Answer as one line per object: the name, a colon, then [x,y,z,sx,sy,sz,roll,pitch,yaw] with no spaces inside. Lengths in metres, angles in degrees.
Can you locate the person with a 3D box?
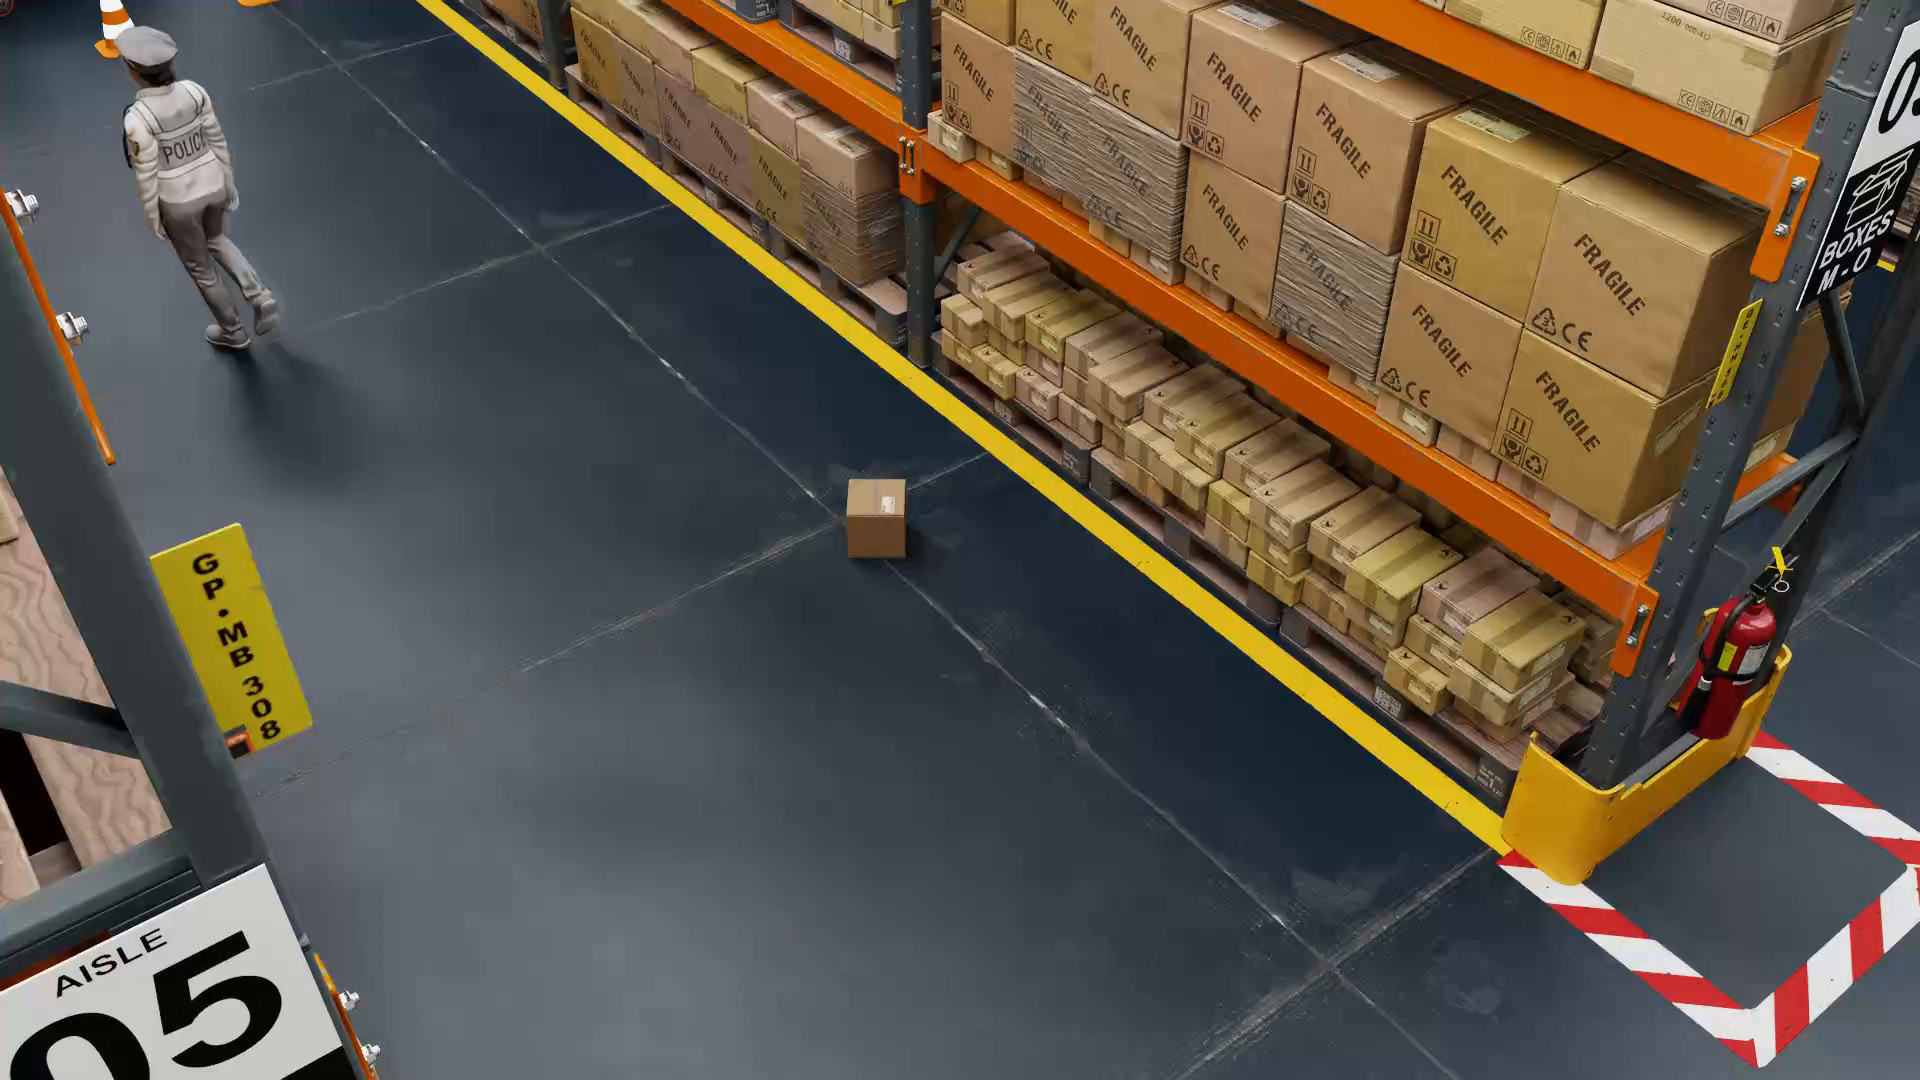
person: [-3.726,-1.665,8.052,0.454,1.681,0.492,20,44,22]
